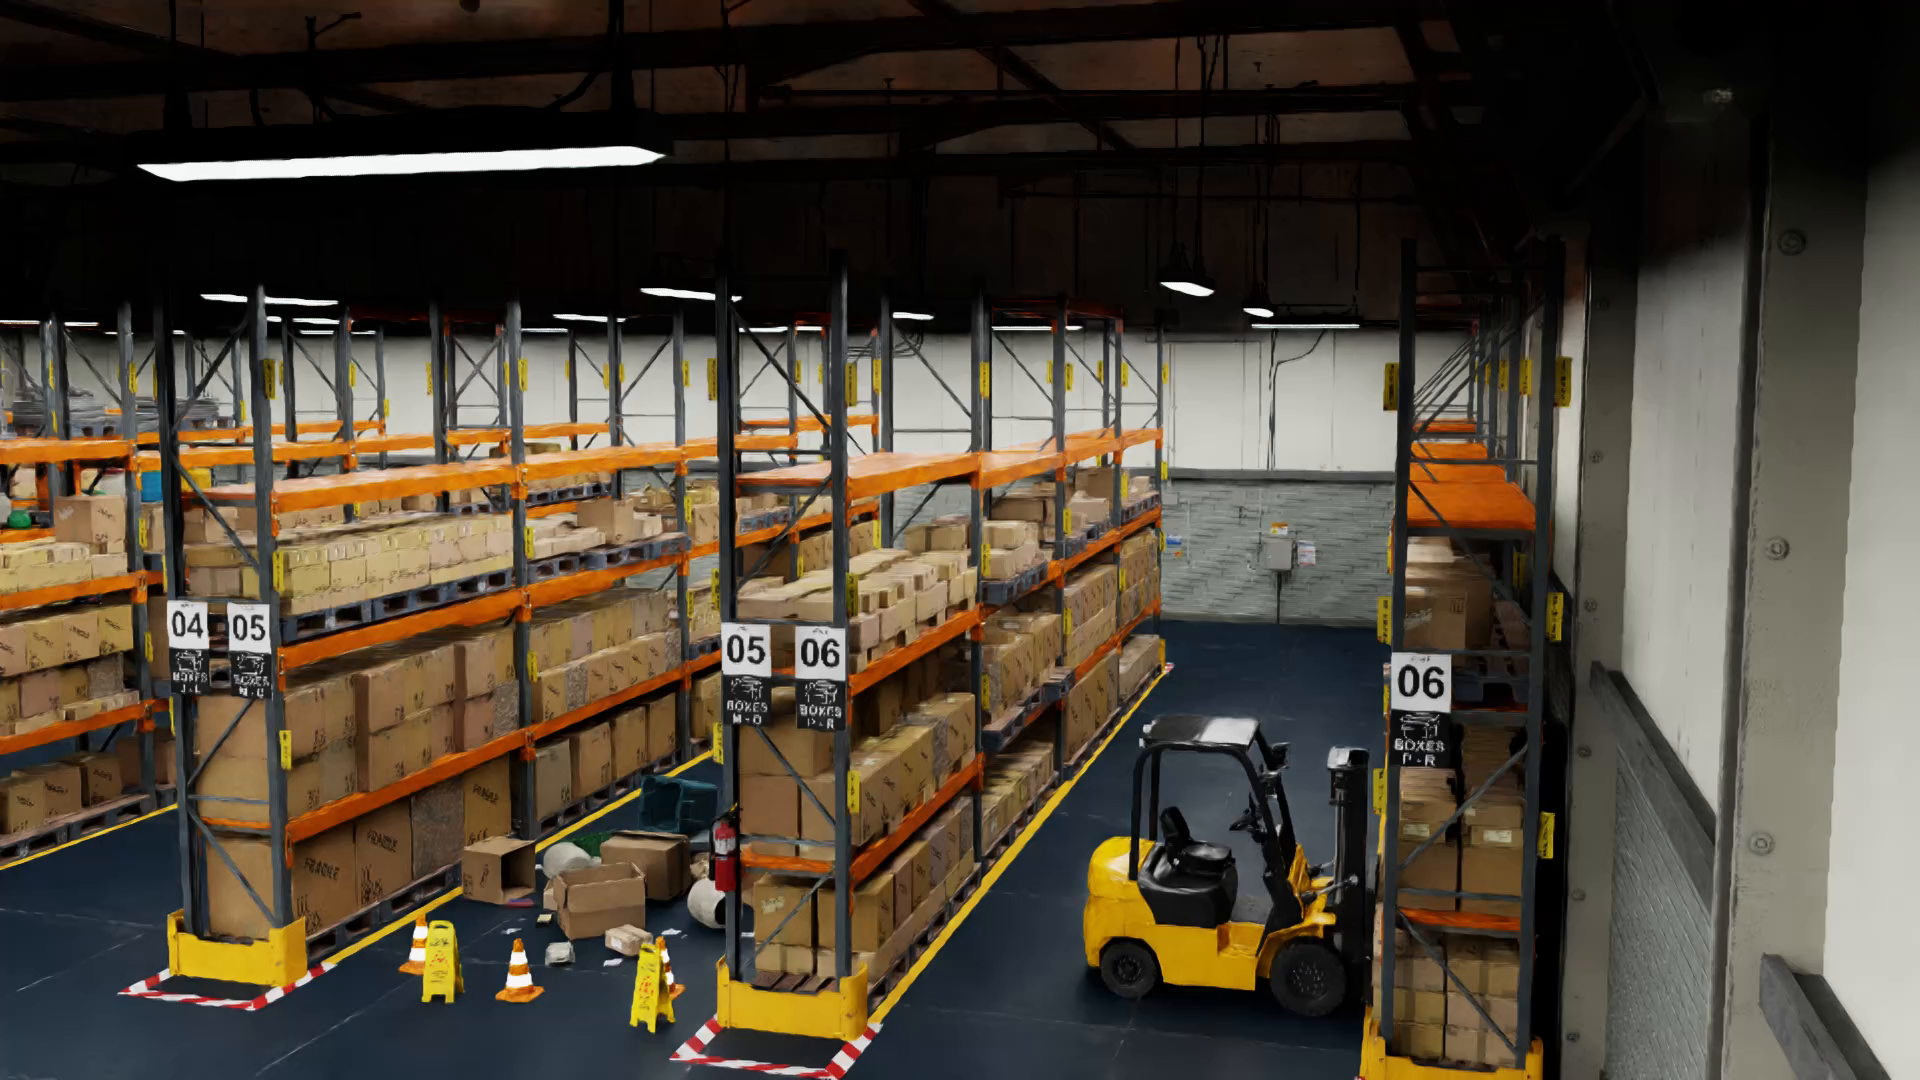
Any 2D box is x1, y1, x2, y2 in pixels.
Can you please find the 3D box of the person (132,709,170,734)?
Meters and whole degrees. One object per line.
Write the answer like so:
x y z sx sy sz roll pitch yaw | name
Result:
-10.780 1.965 22.340 0.533 1.658 1.031 3 7 24 | person
